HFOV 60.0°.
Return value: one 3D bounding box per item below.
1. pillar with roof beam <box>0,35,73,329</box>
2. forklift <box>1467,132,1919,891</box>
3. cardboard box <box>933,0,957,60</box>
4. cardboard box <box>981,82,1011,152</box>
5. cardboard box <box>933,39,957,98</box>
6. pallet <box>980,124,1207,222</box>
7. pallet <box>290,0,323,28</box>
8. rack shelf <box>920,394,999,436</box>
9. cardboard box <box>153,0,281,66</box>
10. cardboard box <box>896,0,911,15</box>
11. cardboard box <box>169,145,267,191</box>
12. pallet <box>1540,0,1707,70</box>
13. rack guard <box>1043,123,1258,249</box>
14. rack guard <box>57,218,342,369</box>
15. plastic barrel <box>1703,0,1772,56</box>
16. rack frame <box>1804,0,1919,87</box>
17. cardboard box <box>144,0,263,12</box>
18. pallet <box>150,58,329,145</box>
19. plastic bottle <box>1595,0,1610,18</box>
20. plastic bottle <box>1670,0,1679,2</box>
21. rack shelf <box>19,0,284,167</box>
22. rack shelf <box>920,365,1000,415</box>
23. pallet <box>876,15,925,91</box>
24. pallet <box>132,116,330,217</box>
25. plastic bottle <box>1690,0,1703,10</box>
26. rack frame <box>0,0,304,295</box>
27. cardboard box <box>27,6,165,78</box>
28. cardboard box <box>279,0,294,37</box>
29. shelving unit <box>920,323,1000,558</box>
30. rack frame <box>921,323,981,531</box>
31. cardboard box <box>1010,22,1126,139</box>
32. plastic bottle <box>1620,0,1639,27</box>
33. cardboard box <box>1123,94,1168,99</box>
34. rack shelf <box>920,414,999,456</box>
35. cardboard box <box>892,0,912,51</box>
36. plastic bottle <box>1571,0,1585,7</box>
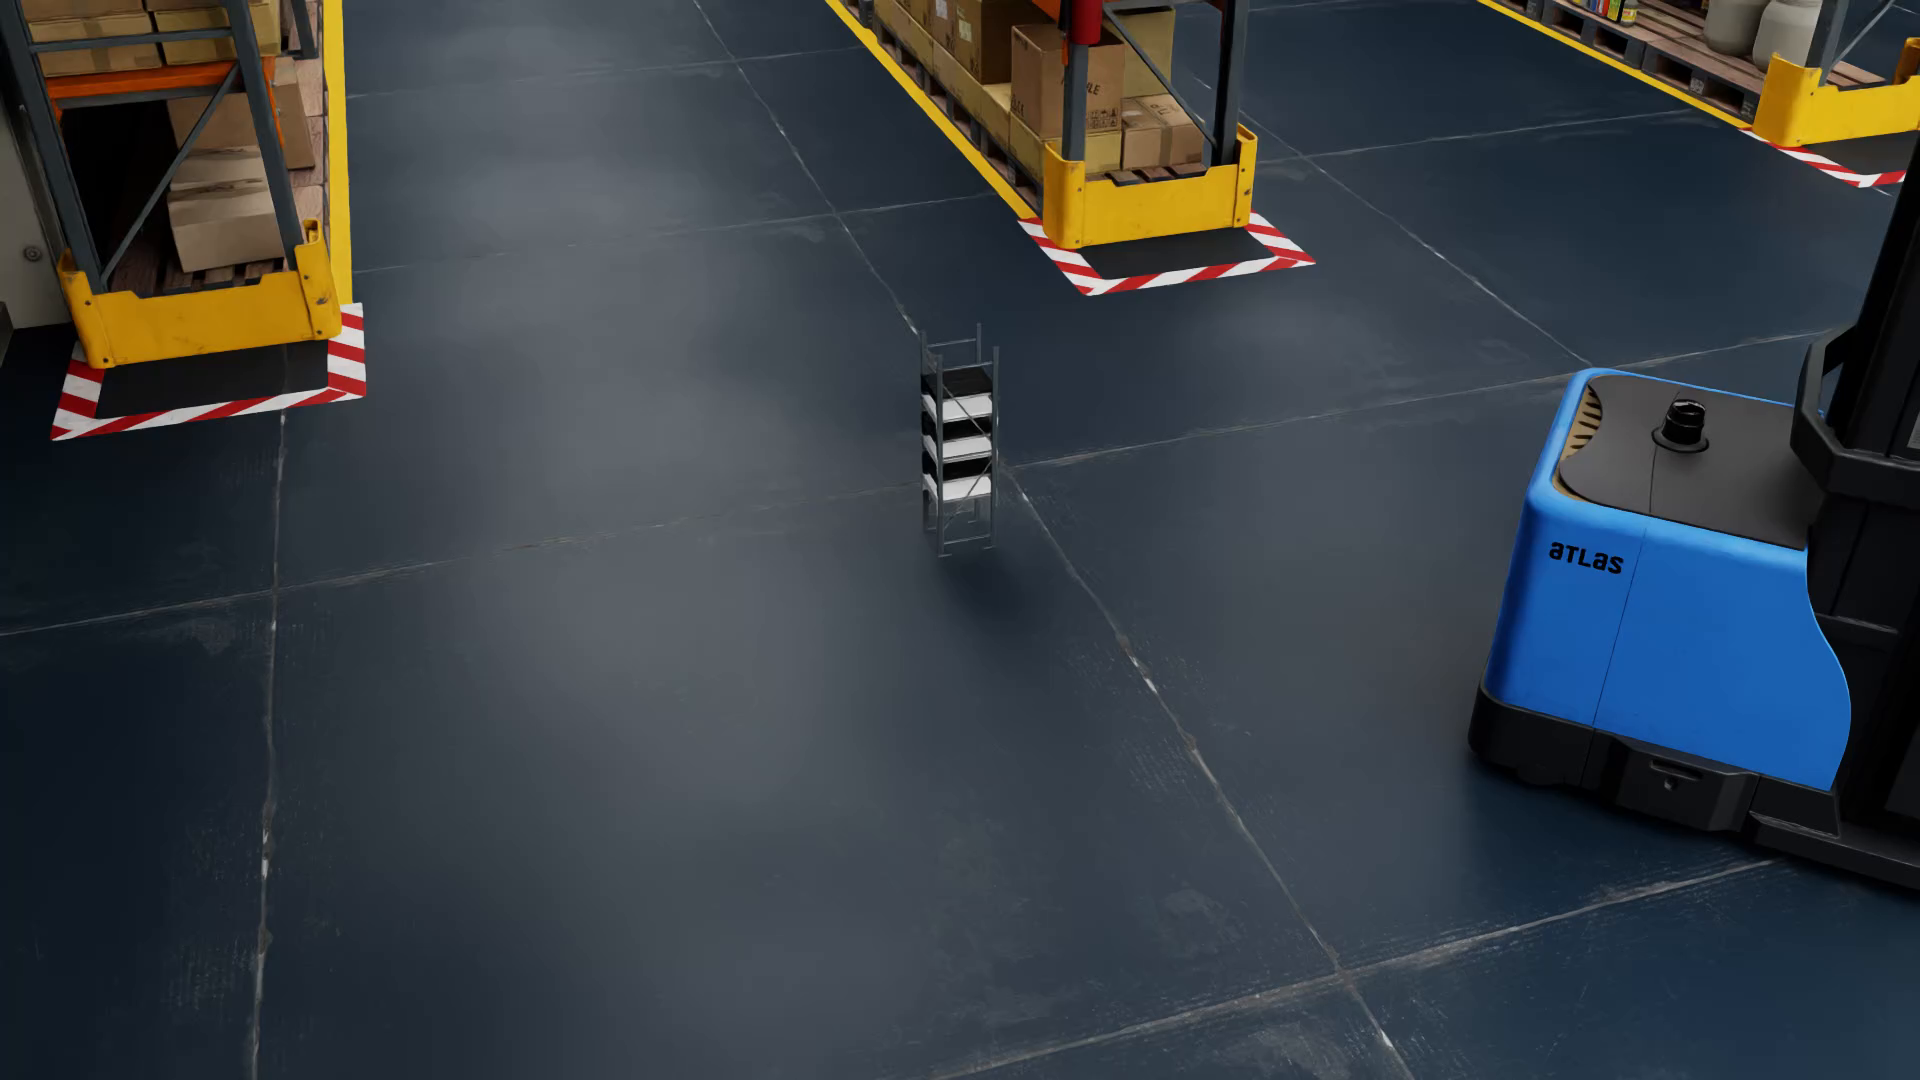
[{"bbox_3d":[-0.603,-5.662,7.157,9.100,9.000,0.400,-10,35,-15],"label":"pillar with roof beam"},{"bbox_3d":[3.262,-0.344,4.613,3.031,2.935,1.130,15,36,21],"label":"forklift"},{"bbox_3d":[0.134,-3.406,10.617,0.500,0.500,0.500,-10,35,-15],"label":"cardboard box"},{"bbox_3d":[0.442,-2.569,10.030,0.500,0.250,0.500,-10,35,-15],"label":"cardboard box"},{"bbox_3d":[0.137,-3.094,10.824,0.500,0.250,0.500,-10,35,-15],"label":"cardboard box"},{"bbox_3d":[0.778,-2.280,10.008,1.003,0.211,1.213,-10,35,-15],"label":"pallet"},{"bbox_3d":[-5.500,-4.200,12.915,1.003,0.211,1.213,-10,35,-15],"label":"pallet"},{"bbox_3d":[-0.002,-0.502,6.428,0.258,0.077,0.200,-10,35,-15],"label":"rack shelf"},{"bbox_3d":[-3.512,-2.469,7.883,0.500,0.250,0.500,-11,35,-16],"label":"cardboard box"},{"bbox_3d":[-0.165,-3.932,11.413,0.500,0.500,0.500,-10,35,-15],"label":"cardboard box"},{"bbox_3d":[-3.964,-1.953,9.024,0.500,0.311,0.500,-7,34,-11],"label":"cardboard box"},{"bbox_3d":[5.091,-3.815,12.332,1.003,0.211,1.213,-10,35,-15],"label":"pallet"},{"bbox_3d":[1.059,-1.993,9.313,1.175,0.500,0.348,-10,35,-15],"label":"rack guard"},{"bbox_3d":[-3.688,-1.210,8.128,1.175,0.500,0.348,-10,35,-15],"label":"rack guard"},{"bbox_3d":[5.343,-3.613,11.372,0.421,0.512,0.421,0,33,0],"label":"plastic barrel"},{"bbox_3d":[5.770,-3.879,9.900,1.000,3.000,0.127,-10,35,-15],"label":"rack frame"},{"bbox_3d":[-3.525,-2.773,7.664,0.500,0.500,0.500,-10,35,-15],"label":"cardboard box"},{"bbox_3d":[-4.647,-2.803,10.801,1.003,0.211,1.213,-10,35,-15],"label":"pallet"},{"bbox_3d":[4.741,-3.954,12.085,0.152,0.276,0.135,-10,35,-14],"label":"plastic bottle"},{"bbox_3d":[5.378,-4.161,12.403,0.097,0.271,0.097,0,33,0],"label":"plastic bottle"},{"bbox_3d":[-4.275,-2.963,9.166,1.077,0.370,4.000,-10,35,-15],"label":"rack shelf"},{"bbox_3d":[-0.002,-0.577,6.378,0.258,0.077,0.200,-10,35,-15],"label":"rack shelf"},{"bbox_3d":[0.034,-3.561,11.947,1.003,0.211,1.213,-10,35,-15],"label":"pallet"},{"bbox_3d":[-4.271,-2.162,9.830,1.003,0.211,1.213,-10,35,-15],"label":"pallet"},{"bbox_3d":[5.462,-4.056,12.232,0.061,0.283,0.133,-9,35,-14],"label":"plastic bottle"},{"bbox_3d":[-3.665,-2.213,7.379,1.000,3.000,0.127,-10,35,-15],"label":"rack frame"},{"bbox_3d":[-3.992,-2.372,7.737,0.500,0.250,0.500,-10,35,-14],"label":"cardboard box"},{"bbox_3d":[-5.126,-3.838,11.705,0.700,0.500,0.500,-9,34,-13],"label":"cardboard box"},{"bbox_3d":[-0.002,-0.380,6.508,0.258,0.900,0.210,-10,35,-15],"label":"shelving unit"},{"bbox_3d":[-0.033,-0.433,6.589,0.240,0.900,0.006,-10,35,-15],"label":"rack frame"},{"bbox_3d":[0.604,-2.621,9.428,0.500,0.500,0.500,-10,35,-15],"label":"cardboard box"},{"bbox_3d":[4.792,-3.786,11.898,0.097,0.201,0.097,0,33,0],"label":"plastic bottle"},{"bbox_3d":[0.944,-2.657,10.164,0.500,0.250,0.500,-10,35,-15],"label":"cardboard box"},{"bbox_3d":[-0.002,-0.427,6.477,0.258,0.077,0.200,-10,35,-15],"label":"rack shelf"},{"bbox_3d":[-0.168,-3.619,11.619,0.500,0.250,0.500,-10,35,-15],"label":"cardboard box"},{"bbox_3d":[4.645,-4.144,12.305,0.144,0.351,0.185,-9,34,-13],"label":"plastic bottle"}]
